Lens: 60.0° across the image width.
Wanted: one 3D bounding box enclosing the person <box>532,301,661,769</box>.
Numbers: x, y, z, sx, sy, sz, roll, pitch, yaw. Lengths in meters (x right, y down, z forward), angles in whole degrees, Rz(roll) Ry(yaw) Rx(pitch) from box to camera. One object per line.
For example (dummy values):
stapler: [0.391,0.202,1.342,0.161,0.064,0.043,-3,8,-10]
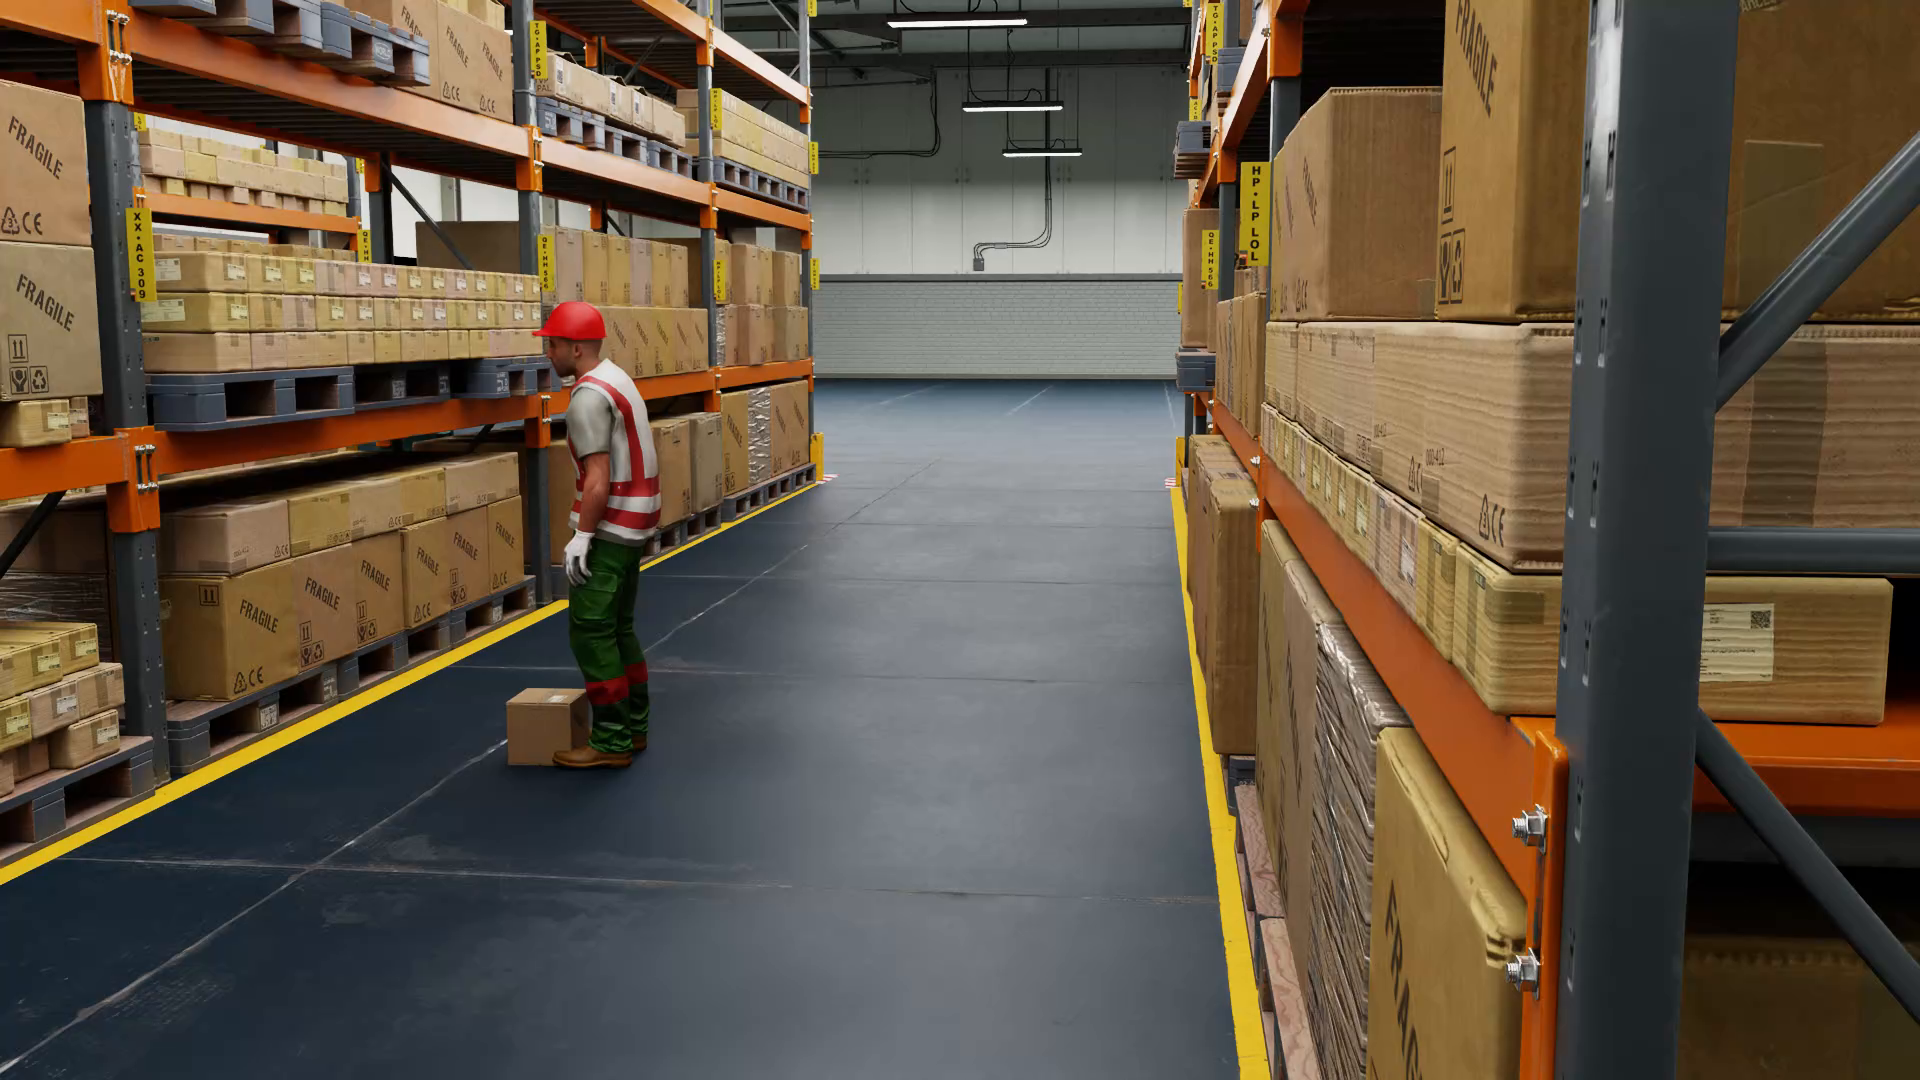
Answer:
person: [-1.387,-0.021,6.394,0.453,1.778,0.615,0,8,3]
